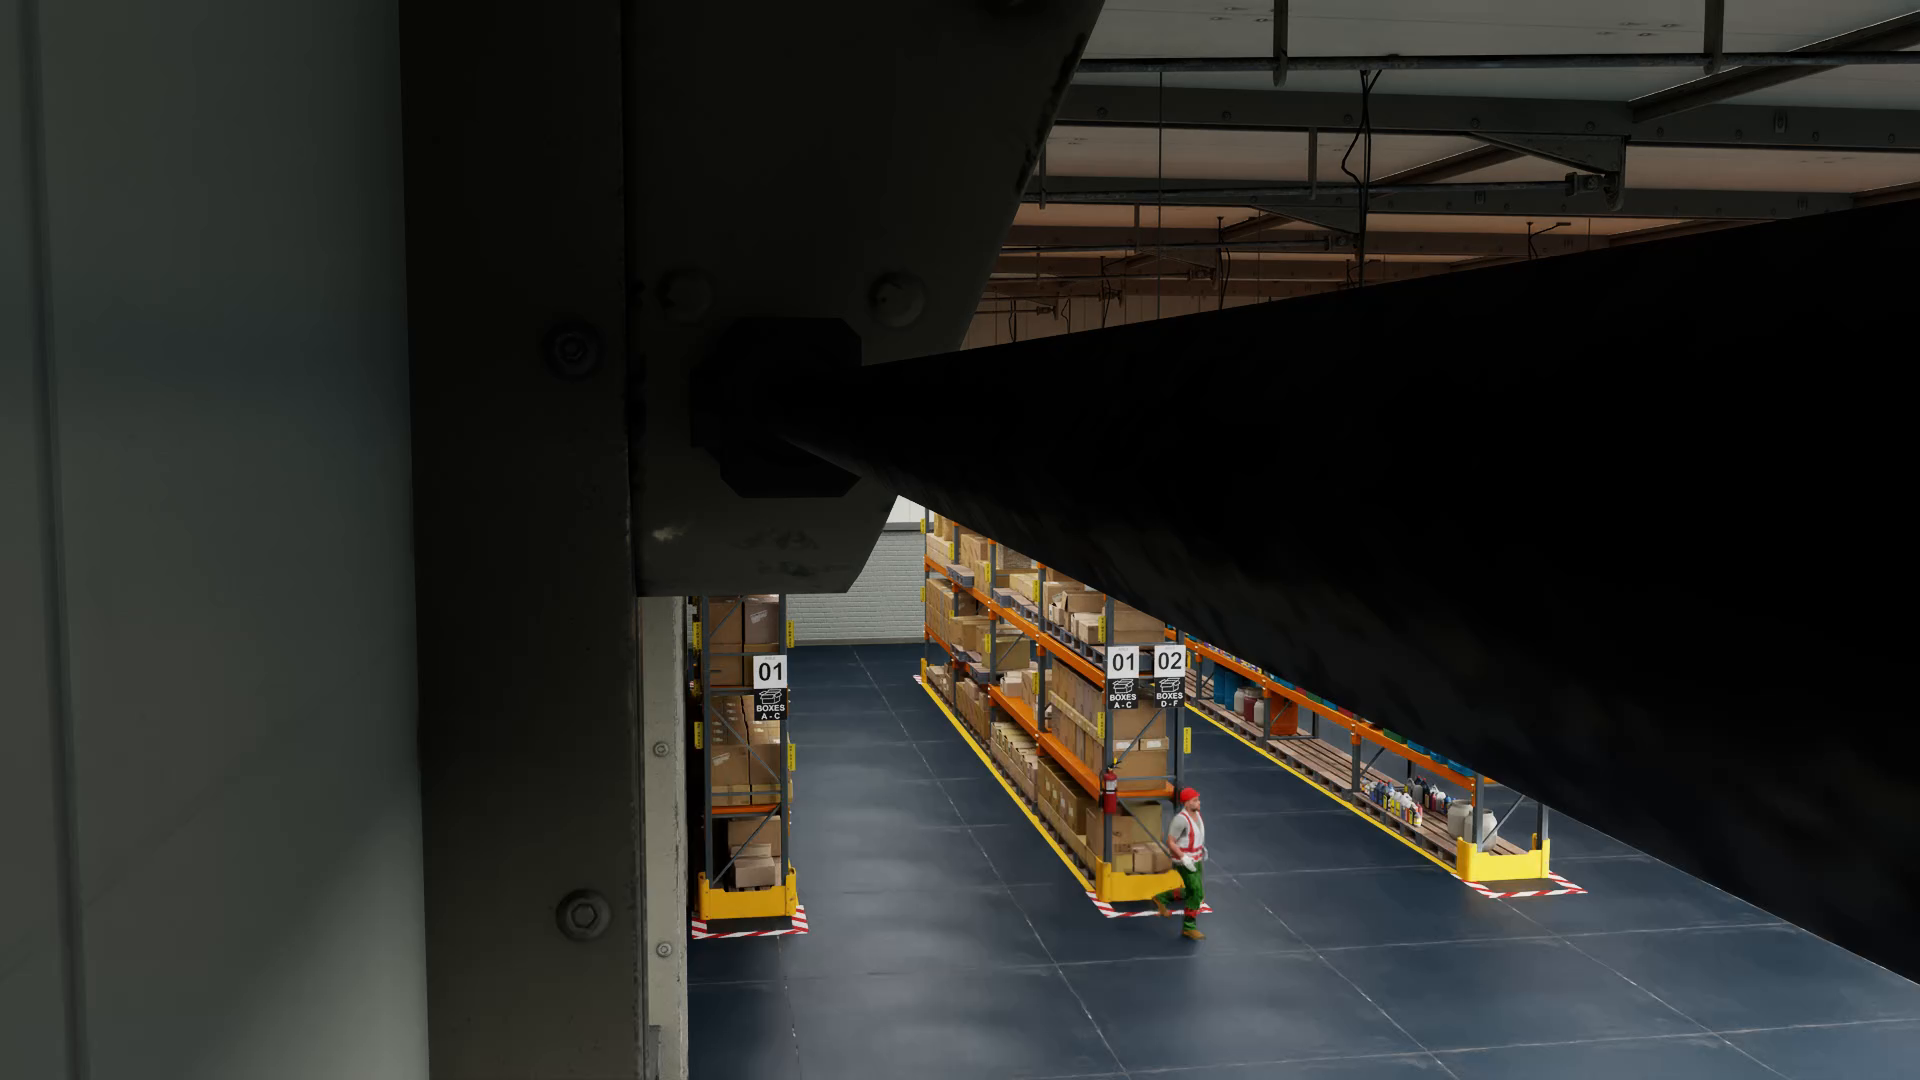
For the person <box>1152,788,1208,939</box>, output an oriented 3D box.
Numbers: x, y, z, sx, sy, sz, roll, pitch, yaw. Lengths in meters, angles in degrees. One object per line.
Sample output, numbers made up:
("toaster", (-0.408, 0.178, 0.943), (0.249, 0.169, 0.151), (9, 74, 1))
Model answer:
("person", (2.573, 3.750, 19.469), (0.691, 1.776, 0.662), (3, 6, 33))
